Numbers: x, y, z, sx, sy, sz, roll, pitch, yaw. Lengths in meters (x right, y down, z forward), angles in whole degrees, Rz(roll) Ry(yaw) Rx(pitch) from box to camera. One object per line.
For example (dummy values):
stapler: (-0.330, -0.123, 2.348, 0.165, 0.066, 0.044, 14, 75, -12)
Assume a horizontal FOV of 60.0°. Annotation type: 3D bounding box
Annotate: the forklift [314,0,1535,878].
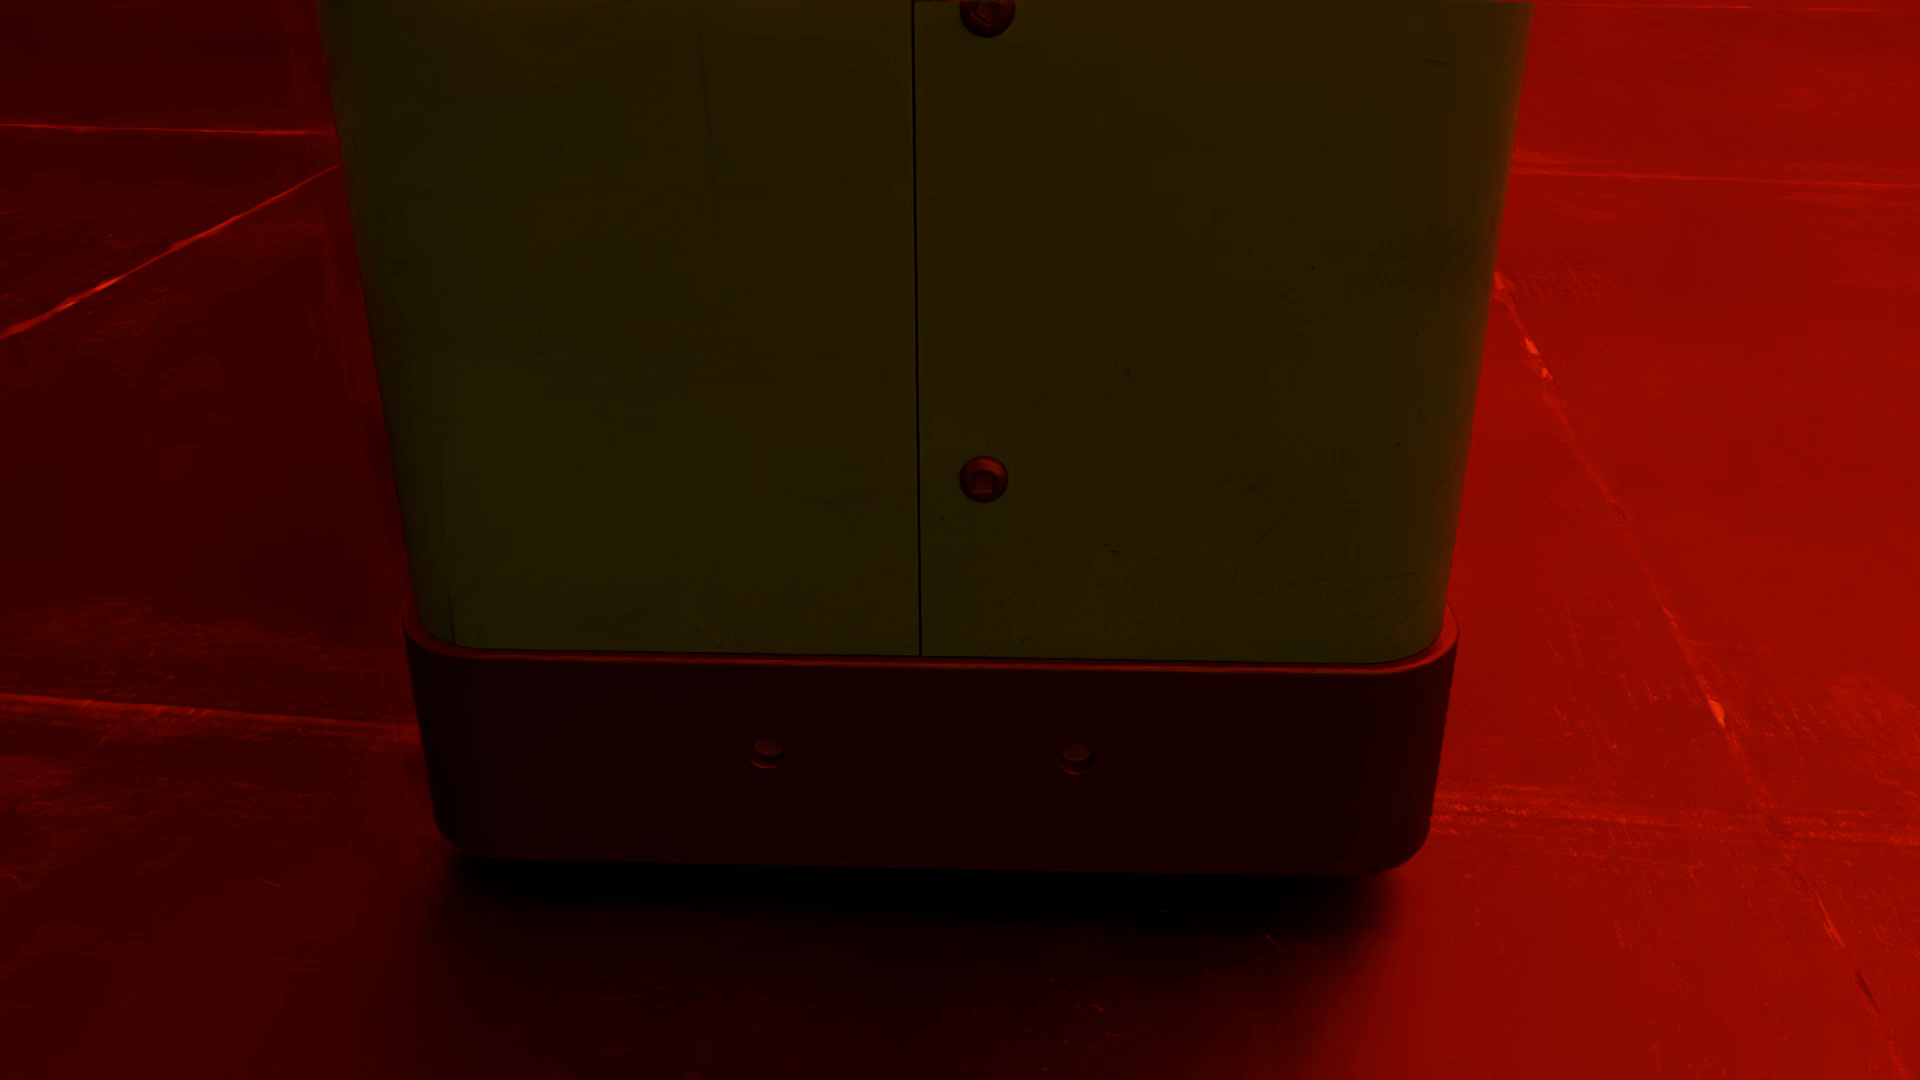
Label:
forklift: (0.013, -1.591, 2.406, 1.130, 2.935, 3.031, 1, 27, 2)
